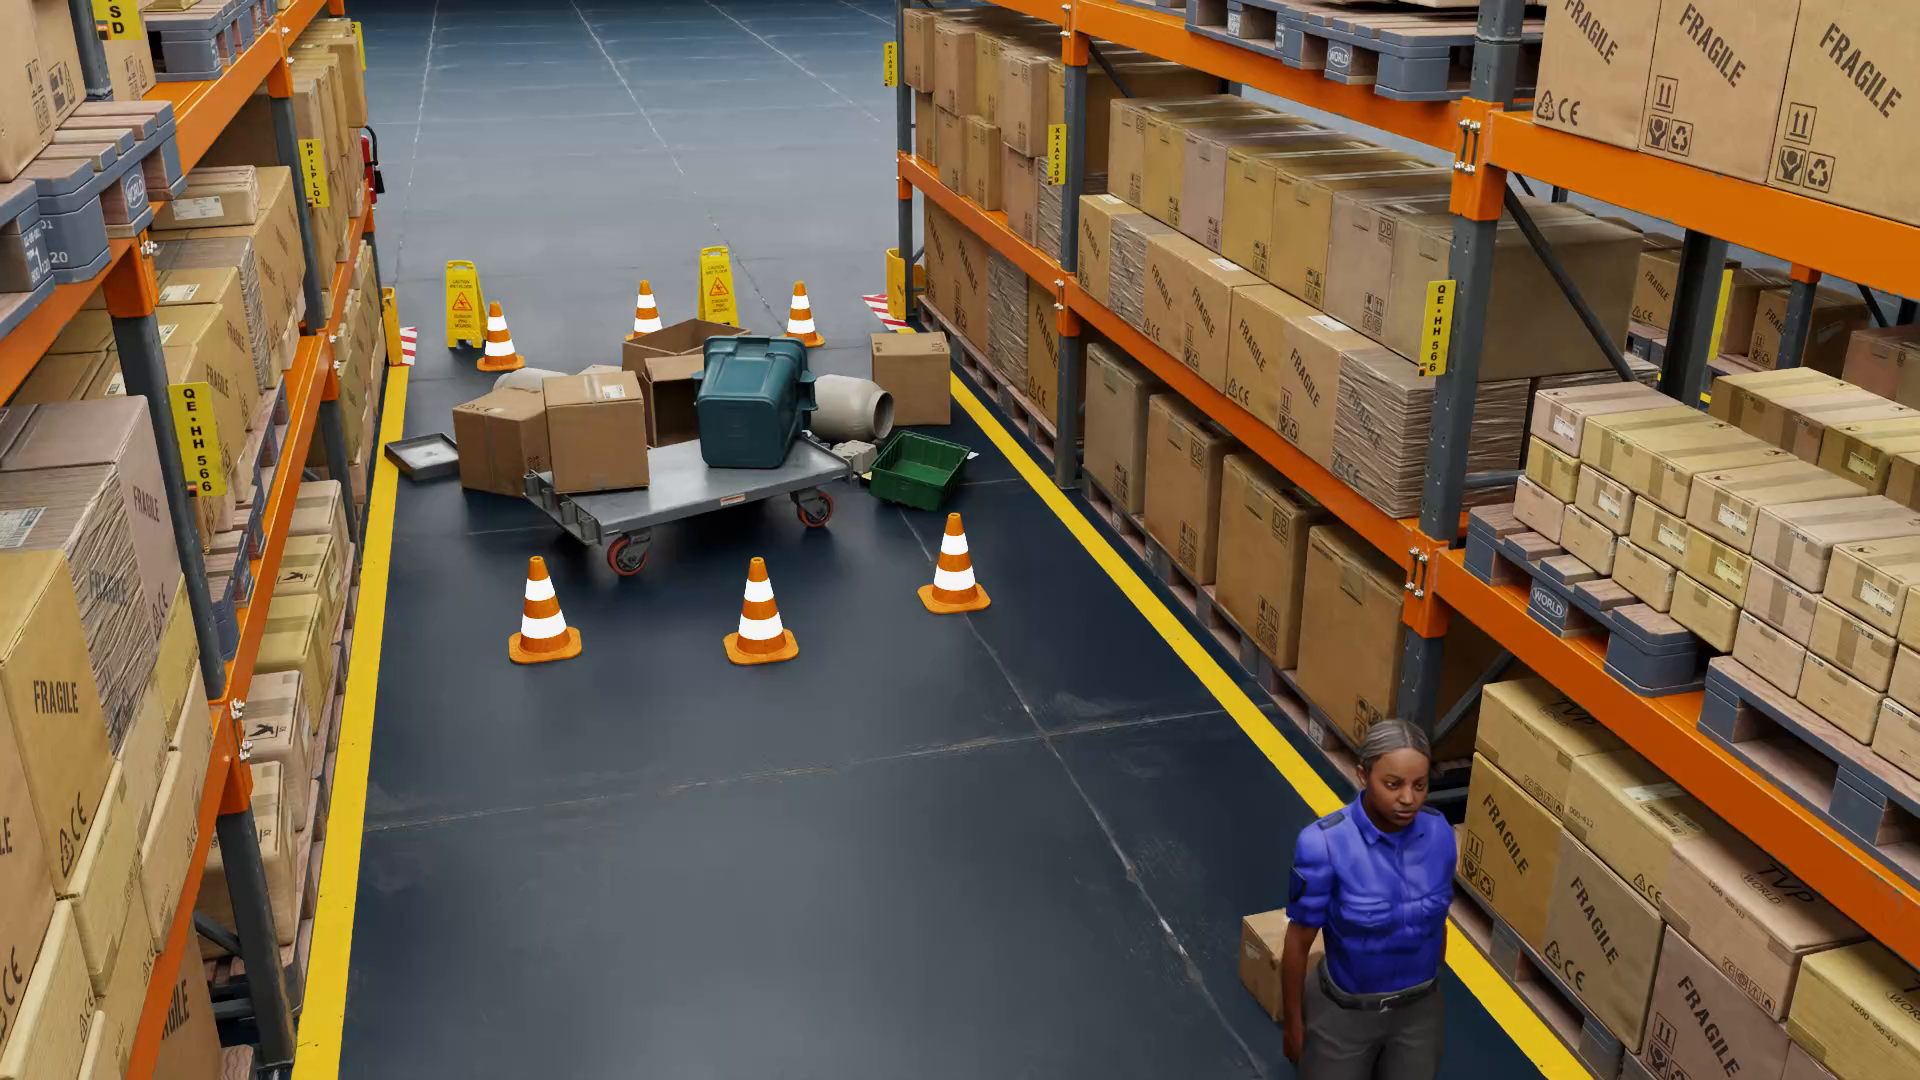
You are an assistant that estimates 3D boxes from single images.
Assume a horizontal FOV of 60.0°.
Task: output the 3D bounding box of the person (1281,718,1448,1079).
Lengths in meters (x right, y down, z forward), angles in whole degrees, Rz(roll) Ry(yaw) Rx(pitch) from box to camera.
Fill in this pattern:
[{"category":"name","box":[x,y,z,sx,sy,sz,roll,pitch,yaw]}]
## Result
[{"category":"person","box":[1.022,1.192,4.263,0.448,1.638,0.631,-6,24,-13]}]
